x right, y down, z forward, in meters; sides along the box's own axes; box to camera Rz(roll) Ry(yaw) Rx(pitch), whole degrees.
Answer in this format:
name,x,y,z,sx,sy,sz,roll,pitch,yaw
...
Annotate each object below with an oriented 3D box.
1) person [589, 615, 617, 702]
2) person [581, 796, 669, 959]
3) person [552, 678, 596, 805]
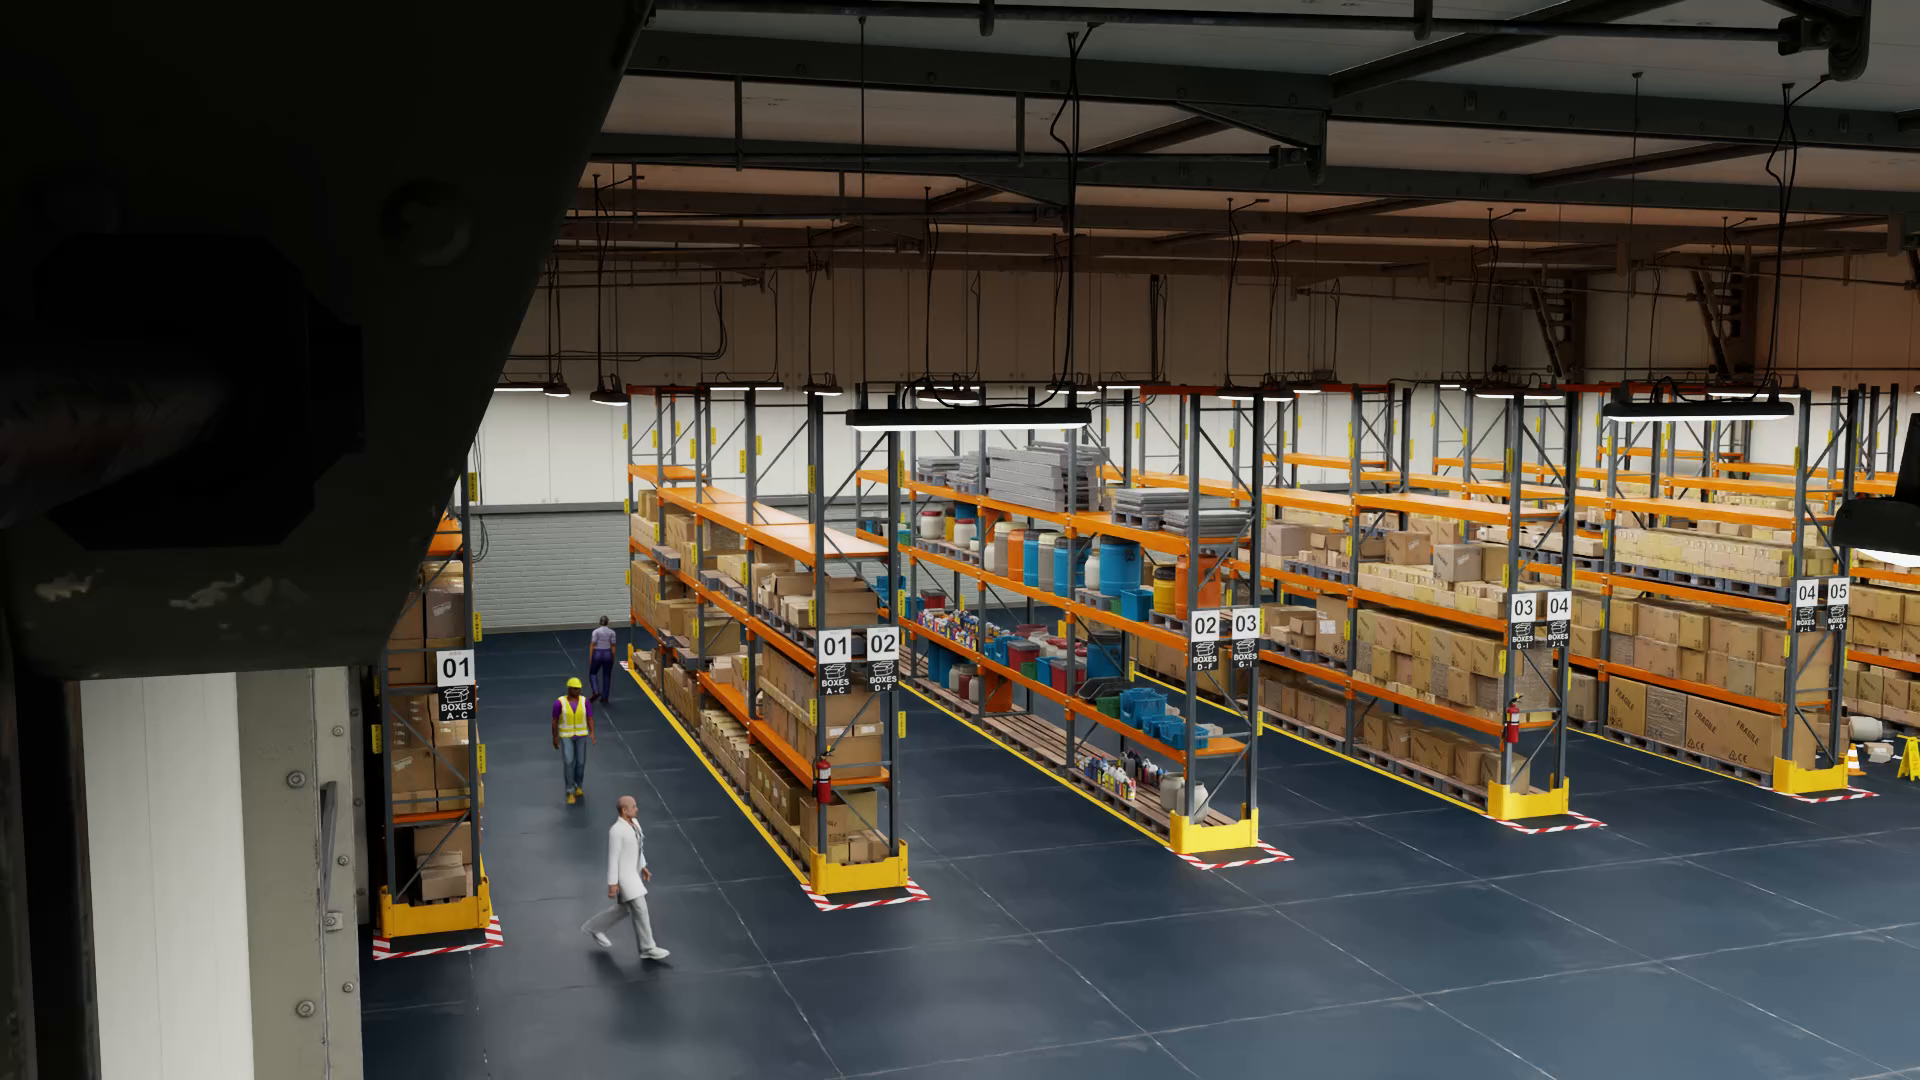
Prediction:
name,x,y,z,sx,sy,sz,roll,pitch,yaw
person,-6.782,2.254,31.531,0.548,1.649,0.427,-2,6,-18
person,-3.612,3.611,17.933,1.053,1.740,0.631,1,6,7
person,-5.656,2.945,24.473,0.595,1.789,0.685,-3,7,-26
